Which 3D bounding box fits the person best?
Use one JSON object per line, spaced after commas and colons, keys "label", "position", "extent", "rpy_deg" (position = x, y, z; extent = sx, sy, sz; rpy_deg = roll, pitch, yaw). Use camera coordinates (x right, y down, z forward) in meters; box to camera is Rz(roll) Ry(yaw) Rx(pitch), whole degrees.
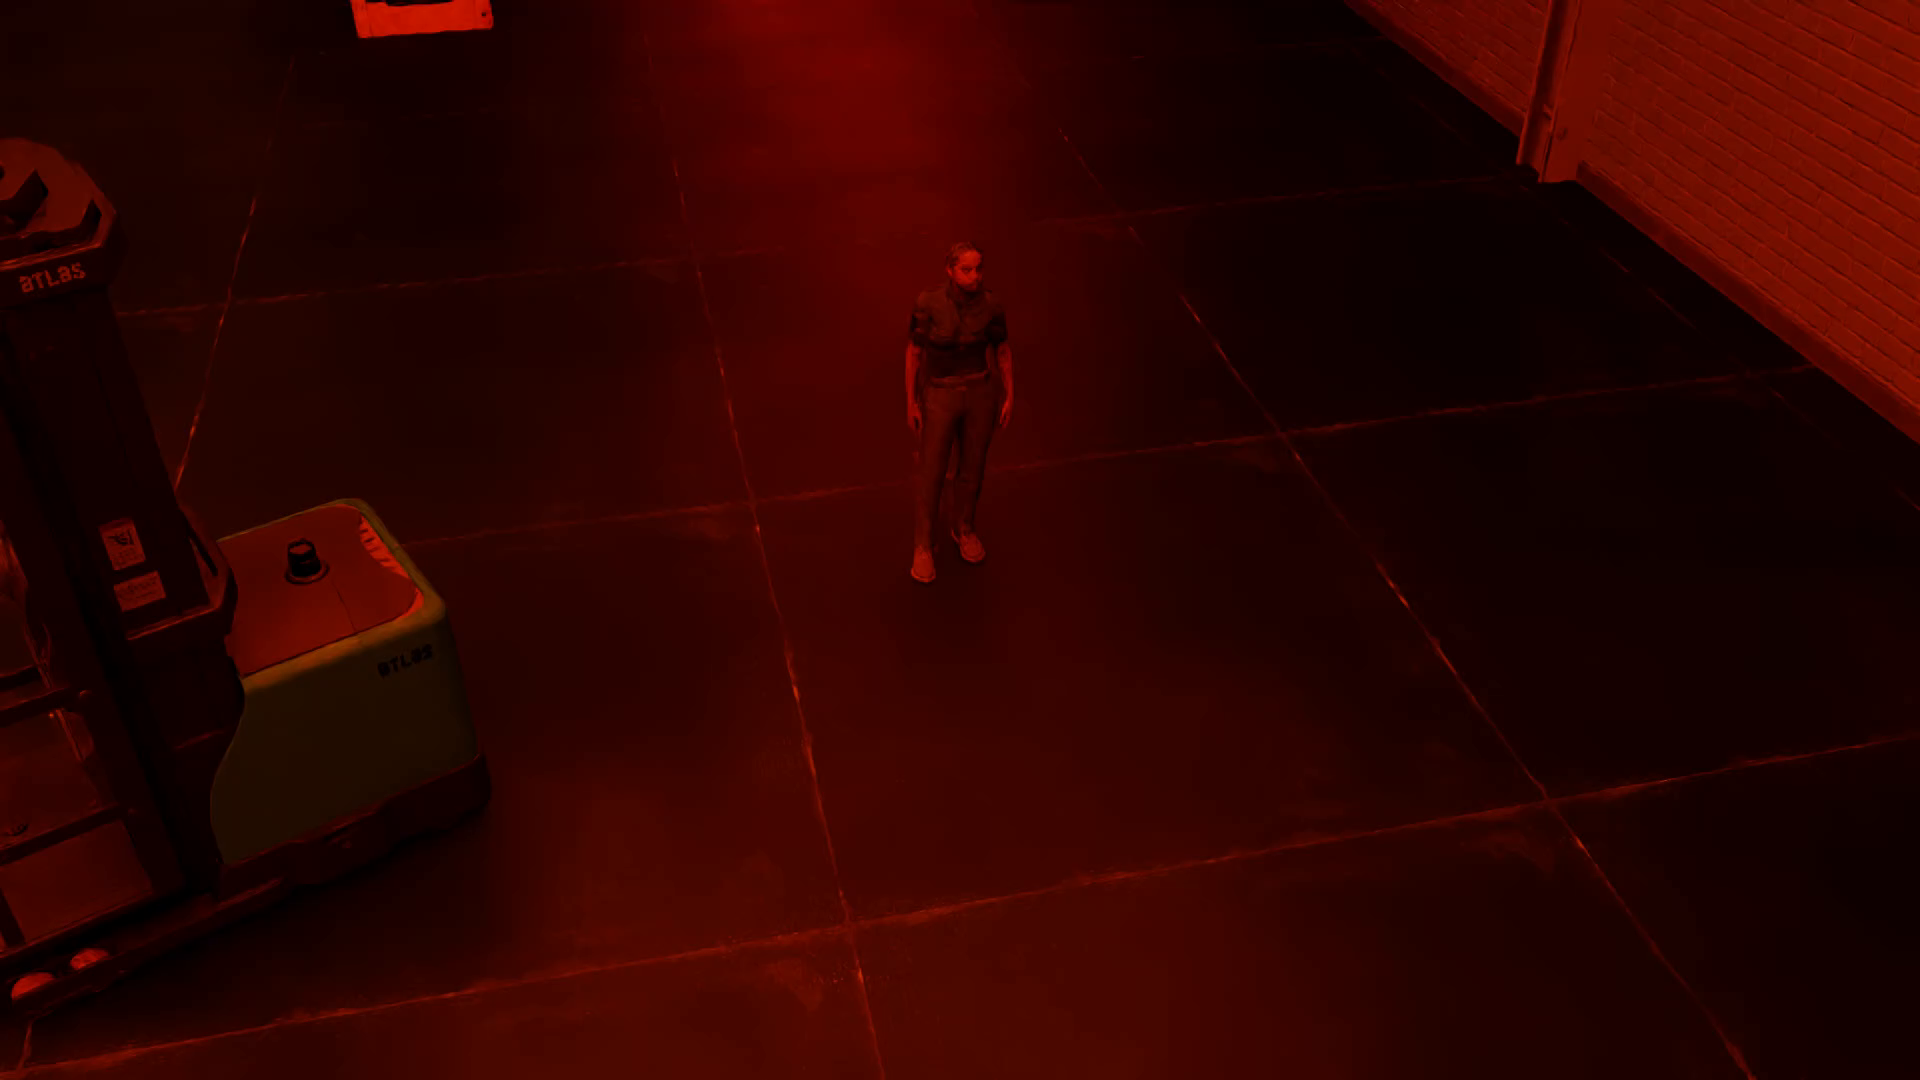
{"label": "person", "position": [0.001, -0.625, 7.999], "extent": [0.570, 1.654, 0.503], "rpy_deg": [-8, 36, -11]}

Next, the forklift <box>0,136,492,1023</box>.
{"label": "forklift", "position": [-3.454, 0.214, 5.753], "extent": [3.031, 2.935, 1.130], "rpy_deg": [-23, 42, -29]}
